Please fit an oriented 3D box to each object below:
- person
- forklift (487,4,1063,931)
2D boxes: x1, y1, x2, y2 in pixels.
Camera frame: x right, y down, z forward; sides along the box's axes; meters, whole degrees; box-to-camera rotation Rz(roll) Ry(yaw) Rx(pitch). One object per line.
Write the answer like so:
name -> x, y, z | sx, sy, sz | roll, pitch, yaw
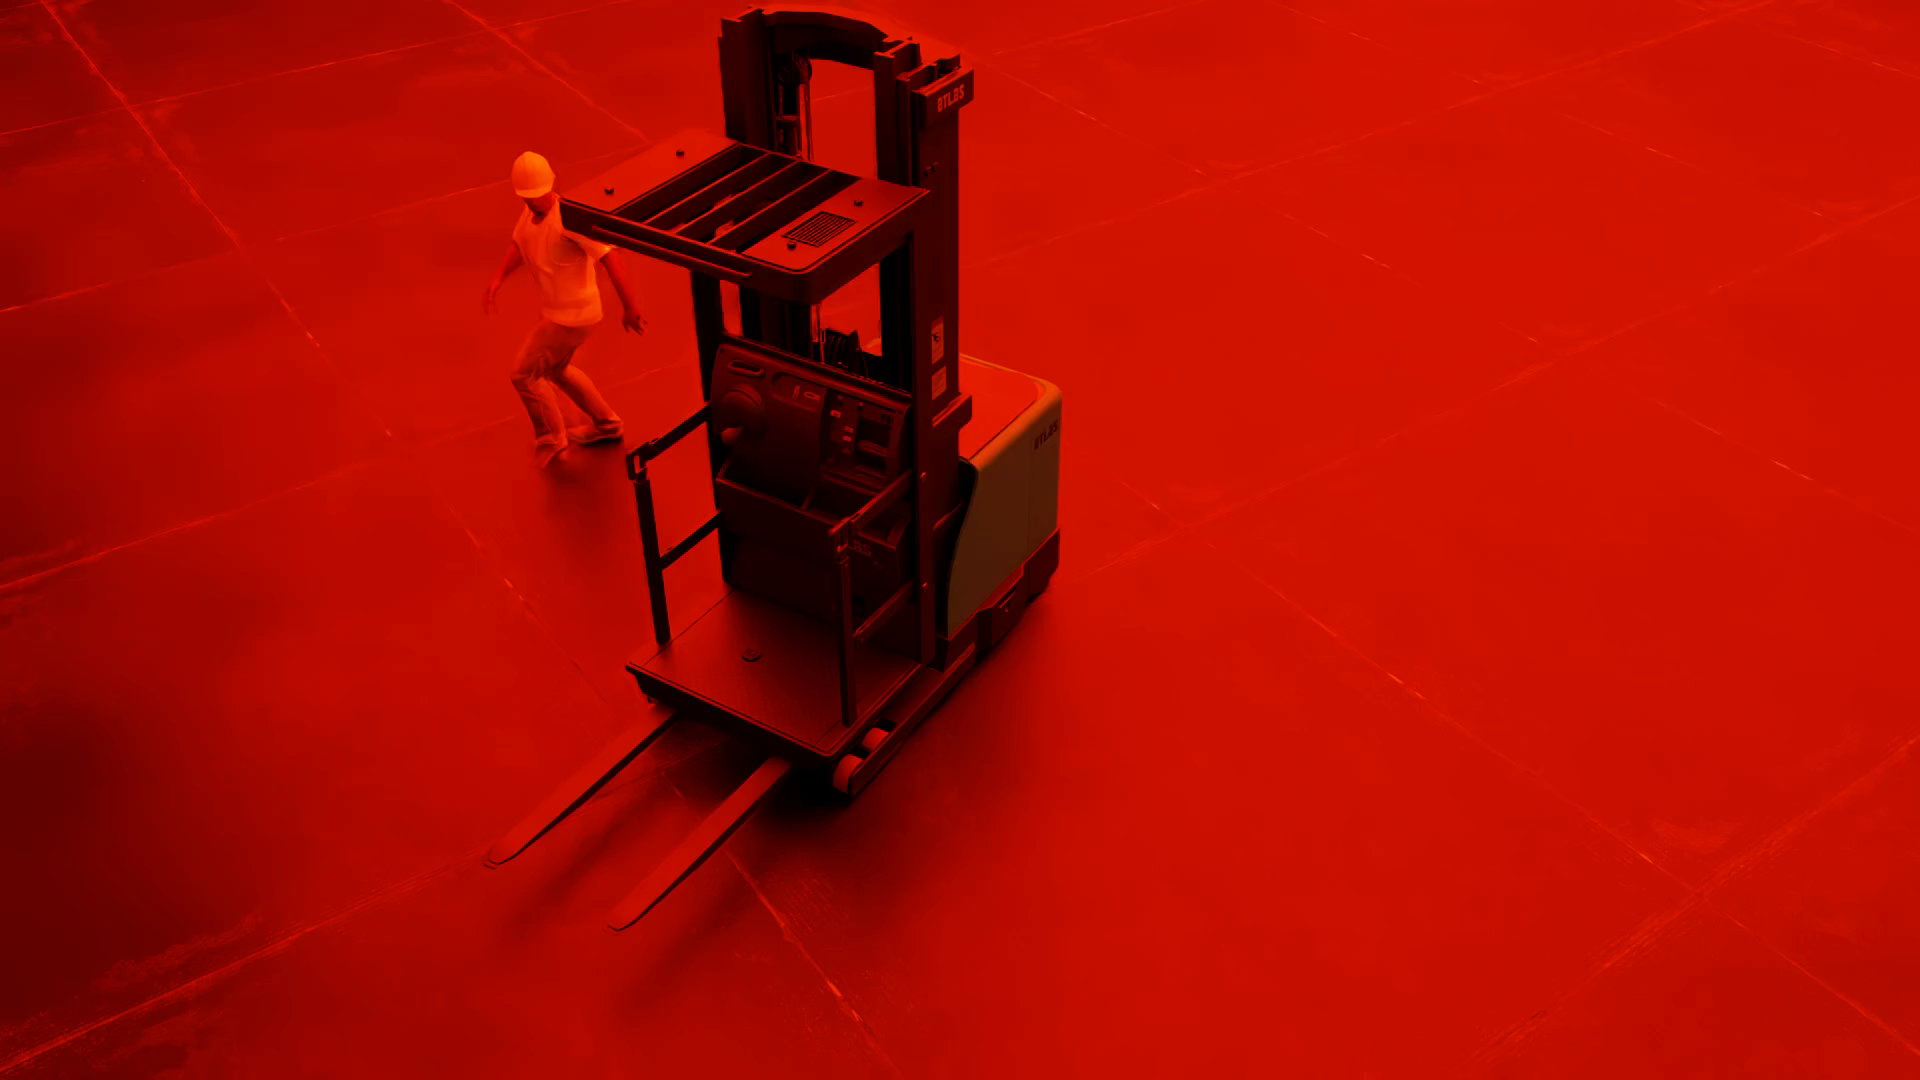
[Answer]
person -> -2.046, -1.183, 8.631 | 0.818, 1.763, 0.657 | -9, 37, -12
forklift -> -0.728, -0.432, 6.529 | 1.130, 2.935, 3.031 | 21, 41, 25
